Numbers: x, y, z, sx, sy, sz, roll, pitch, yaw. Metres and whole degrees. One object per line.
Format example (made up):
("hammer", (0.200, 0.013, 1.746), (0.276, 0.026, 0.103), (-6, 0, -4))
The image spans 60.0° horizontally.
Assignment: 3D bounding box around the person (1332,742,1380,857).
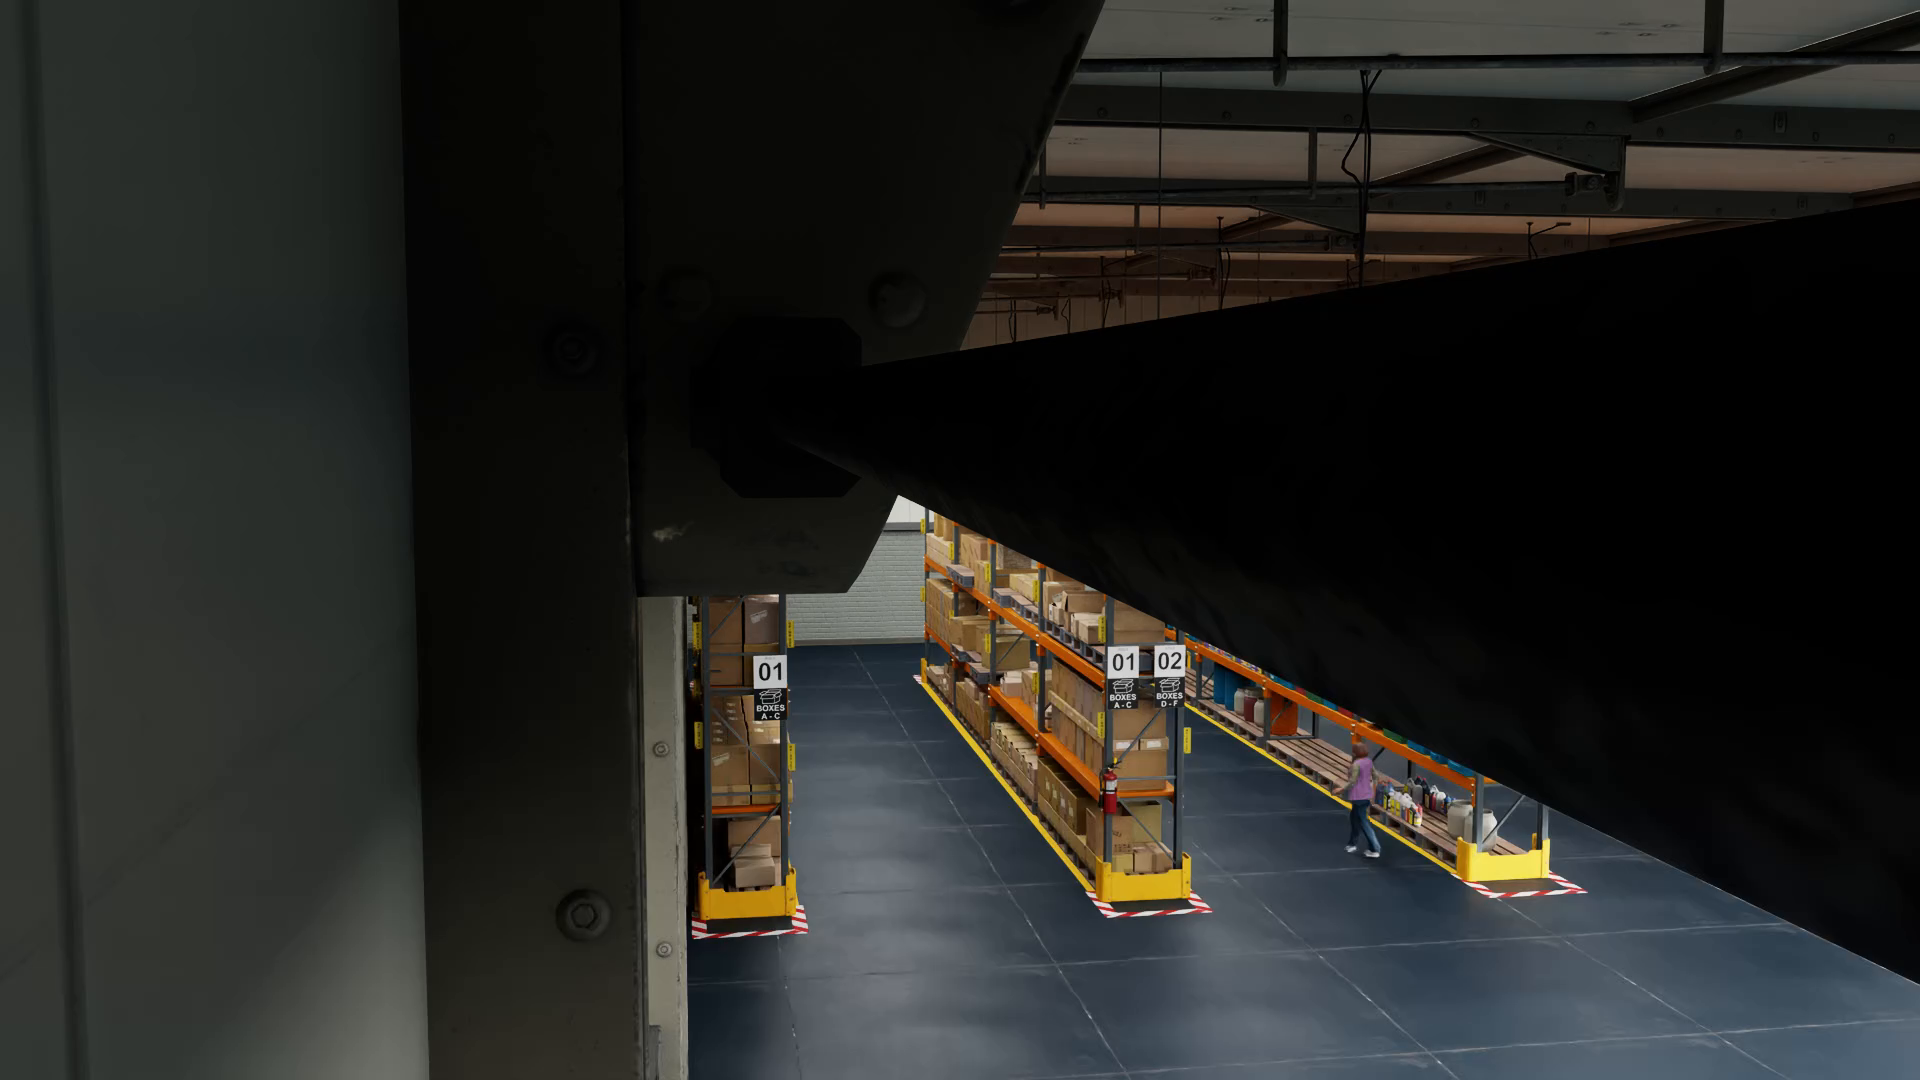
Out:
("person", (5.499, 3.575, 22.794), (0.497, 1.640, 0.703), (-5, 7, -43))
